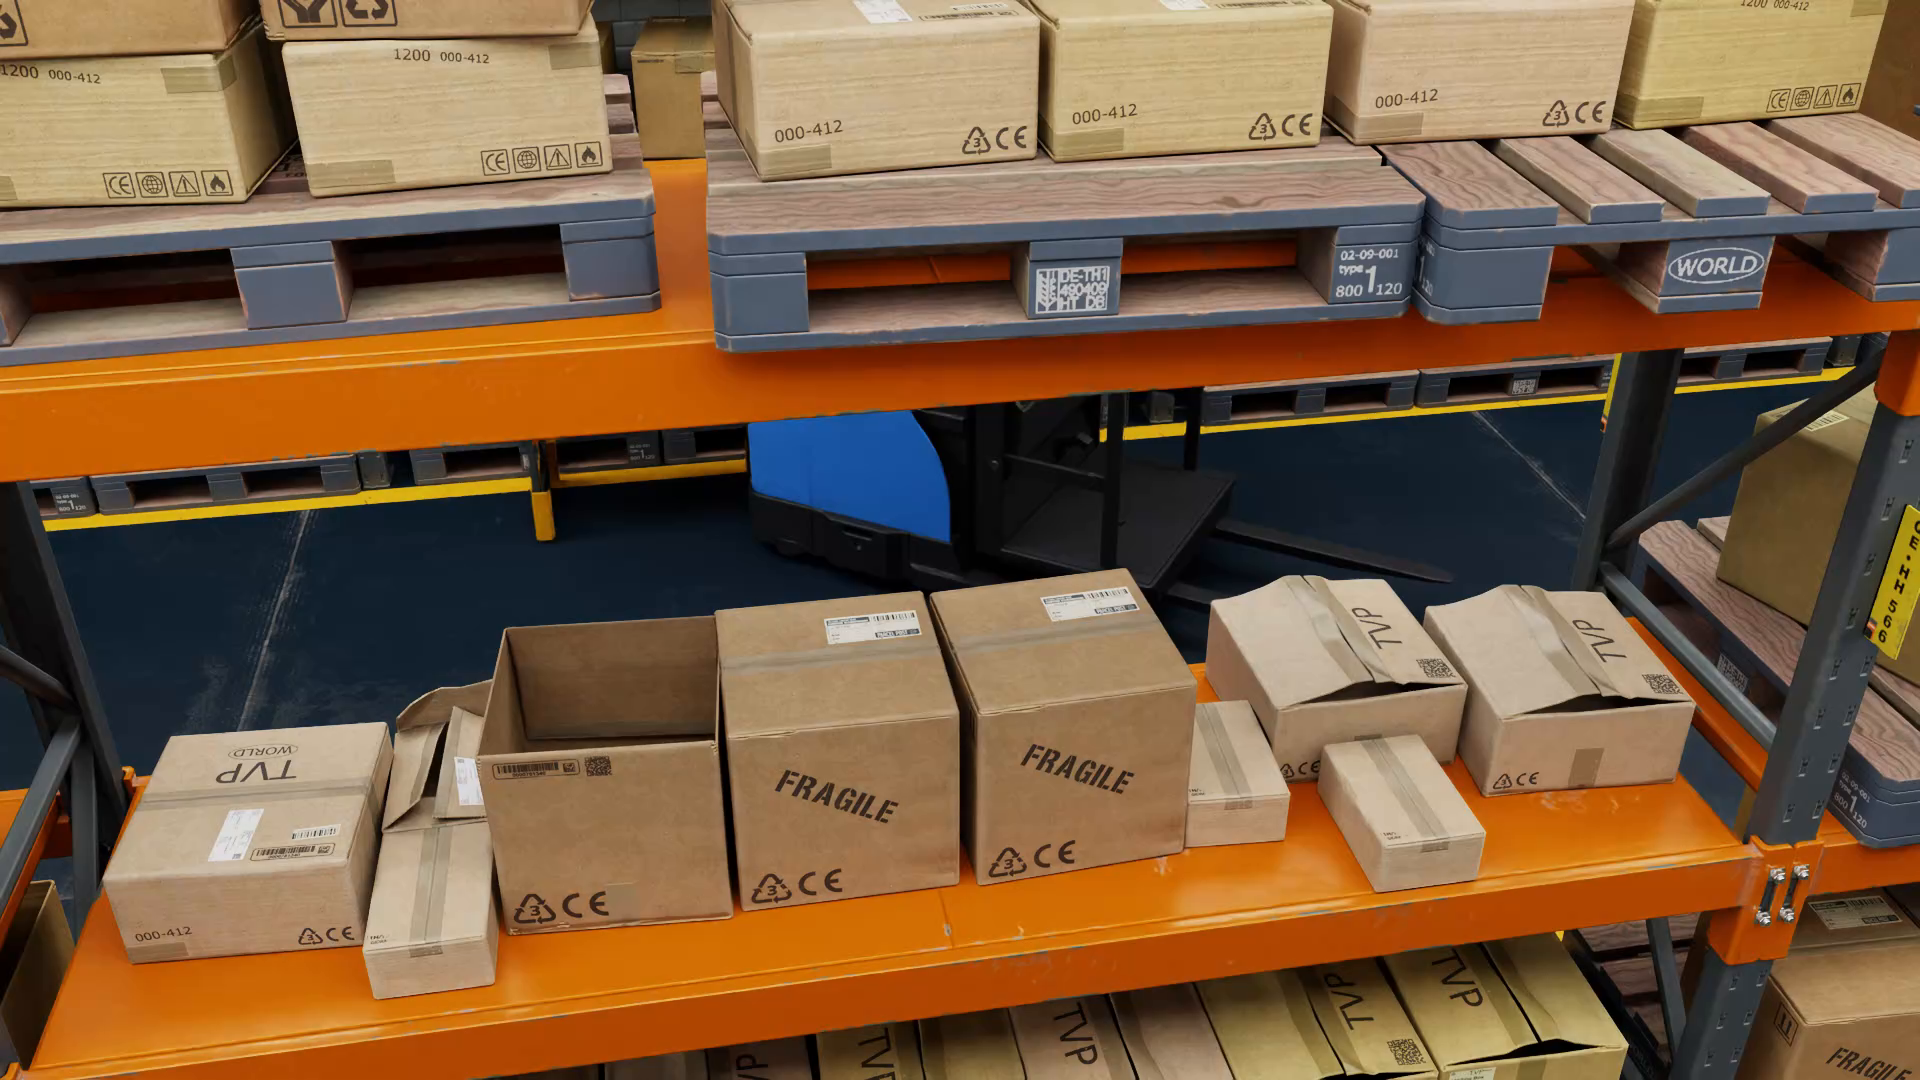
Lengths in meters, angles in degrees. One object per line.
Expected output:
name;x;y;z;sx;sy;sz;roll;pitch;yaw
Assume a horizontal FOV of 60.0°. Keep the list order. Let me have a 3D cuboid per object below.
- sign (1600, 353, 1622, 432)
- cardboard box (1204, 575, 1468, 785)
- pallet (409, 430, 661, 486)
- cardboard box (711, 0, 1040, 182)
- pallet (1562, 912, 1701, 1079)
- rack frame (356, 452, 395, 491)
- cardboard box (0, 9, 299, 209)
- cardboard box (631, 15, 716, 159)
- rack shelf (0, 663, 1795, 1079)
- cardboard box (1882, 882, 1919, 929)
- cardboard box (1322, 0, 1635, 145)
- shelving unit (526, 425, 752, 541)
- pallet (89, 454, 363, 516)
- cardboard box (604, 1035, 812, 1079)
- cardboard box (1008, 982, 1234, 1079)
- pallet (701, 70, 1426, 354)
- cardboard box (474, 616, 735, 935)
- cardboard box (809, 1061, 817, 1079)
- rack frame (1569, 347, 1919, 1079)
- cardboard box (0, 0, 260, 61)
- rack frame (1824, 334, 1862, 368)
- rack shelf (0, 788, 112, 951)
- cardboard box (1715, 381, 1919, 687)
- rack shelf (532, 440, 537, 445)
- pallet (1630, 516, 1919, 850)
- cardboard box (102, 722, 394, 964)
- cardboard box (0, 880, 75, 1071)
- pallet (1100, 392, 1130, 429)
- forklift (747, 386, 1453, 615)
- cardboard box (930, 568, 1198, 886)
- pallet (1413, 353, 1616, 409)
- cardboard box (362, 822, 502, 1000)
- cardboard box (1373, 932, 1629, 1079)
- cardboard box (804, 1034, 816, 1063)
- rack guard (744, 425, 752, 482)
sign;1.768;-0.421;4.442;0.005;0.325;0.100;-5;31;-9
cardboard box;0.960;0.338;4.304;0.500;0.311;0.500;-6;31;-10
pallet;-2.190;-0.660;8.664;1.213;0.211;1.003;-5;31;-9
cardboard box;-0.168;-0.874;3.052;0.500;0.250;0.500;-8;31;-13
pallet;2.616;1.467;5.047;1.213;0.211;1.003;-5;31;-9
rack frame;-2.956;-1.790;7.835;0.127;3.000;1.000;-5;31;-9
cardboard box;-1.452;-0.782;2.894;0.500;0.250;0.500;-2;31;-4
cardboard box;-1.256;-2.175;7.958;0.500;0.500;0.700;-1;30;-2
rack shelf;-0.093;0.807;4.128;4.000;0.370;1.077;-5;31;-9
cardboard box;2.888;1.252;4.693;0.500;0.500;0.500;-6;31;-11
cardboard box;0.926;-0.969;3.213;0.500;0.250;0.500;-4;31;-8
shelving unit;-1.462;-0.823;7.650;1.083;1.500;0.587;-4;31;-8
pallet;-3.610;-0.509;8.408;1.213;0.211;1.003;-5;31;-9
cardboard box;-0.606;1.437;4.091;0.500;0.311;0.500;-6;31;-11
cardboard box;0.397;1.343;4.252;0.500;0.311;0.500;-5;31;-9
pallet;0.124;-0.687;3.187;1.213;0.211;1.003;-4;31;-7
cardboard box;-0.783;0.526;3.797;0.500;0.500;0.500;-3;31;-5
cardboard box;-0.203;1.363;4.771;0.500;0.250;0.500;-5;31;-8
rack frame;1.875;0.314;4.256;0.127;3.000;1.000;-5;31;-9
cardboard box;-1.446;-1.090;2.679;0.500;0.500;0.500;-5;31;-8
rack frame;4.913;-2.520;9.077;0.127;3.000;1.000;-5;31;-9
rack shelf;-4.027;1.172;3.507;4.000;0.370;1.077;-5;31;-9
cardboard box;2.474;-0.024;4.318;0.500;0.500;0.700;-16;34;-25
rack shelf;-1.474;-0.668;7.740;1.000;0.185;0.538;-4;31;-8
pallet;2.529;0.300;4.470;1.003;0.211;1.213;-5;31;-9
cardboard box;-1.584;0.677;3.787;0.500;0.250;0.500;-3;31;-6
cardboard box;-2.573;1.247;4.229;0.500;0.500;0.500;-5;31;-9
pallet;0.210;-0.883;9.043;1.213;0.211;1.003;-5;31;-9
forklift;0.591;-1.113;6.751;3.031;2.935;1.130;14;33;23
cardboard box;0.227;0.432;3.957;0.500;0.500;0.500;-7;31;-12
pallet;2.965;-1.097;9.408;1.213;0.211;1.003;-5;31;-9
cardboard box;-1.152;0.809;3.663;0.250;0.149;0.380;-5;31;-9
cardboard box;1.404;1.247;4.415;0.500;0.311;0.500;-5;31;-8
cardboard box;-0.216;1.123;4.626;0.500;0.311;0.500;-6;31;-10
rack guard;-0.982;-0.316;8.039;0.087;0.250;0.587;-4;31;-8
